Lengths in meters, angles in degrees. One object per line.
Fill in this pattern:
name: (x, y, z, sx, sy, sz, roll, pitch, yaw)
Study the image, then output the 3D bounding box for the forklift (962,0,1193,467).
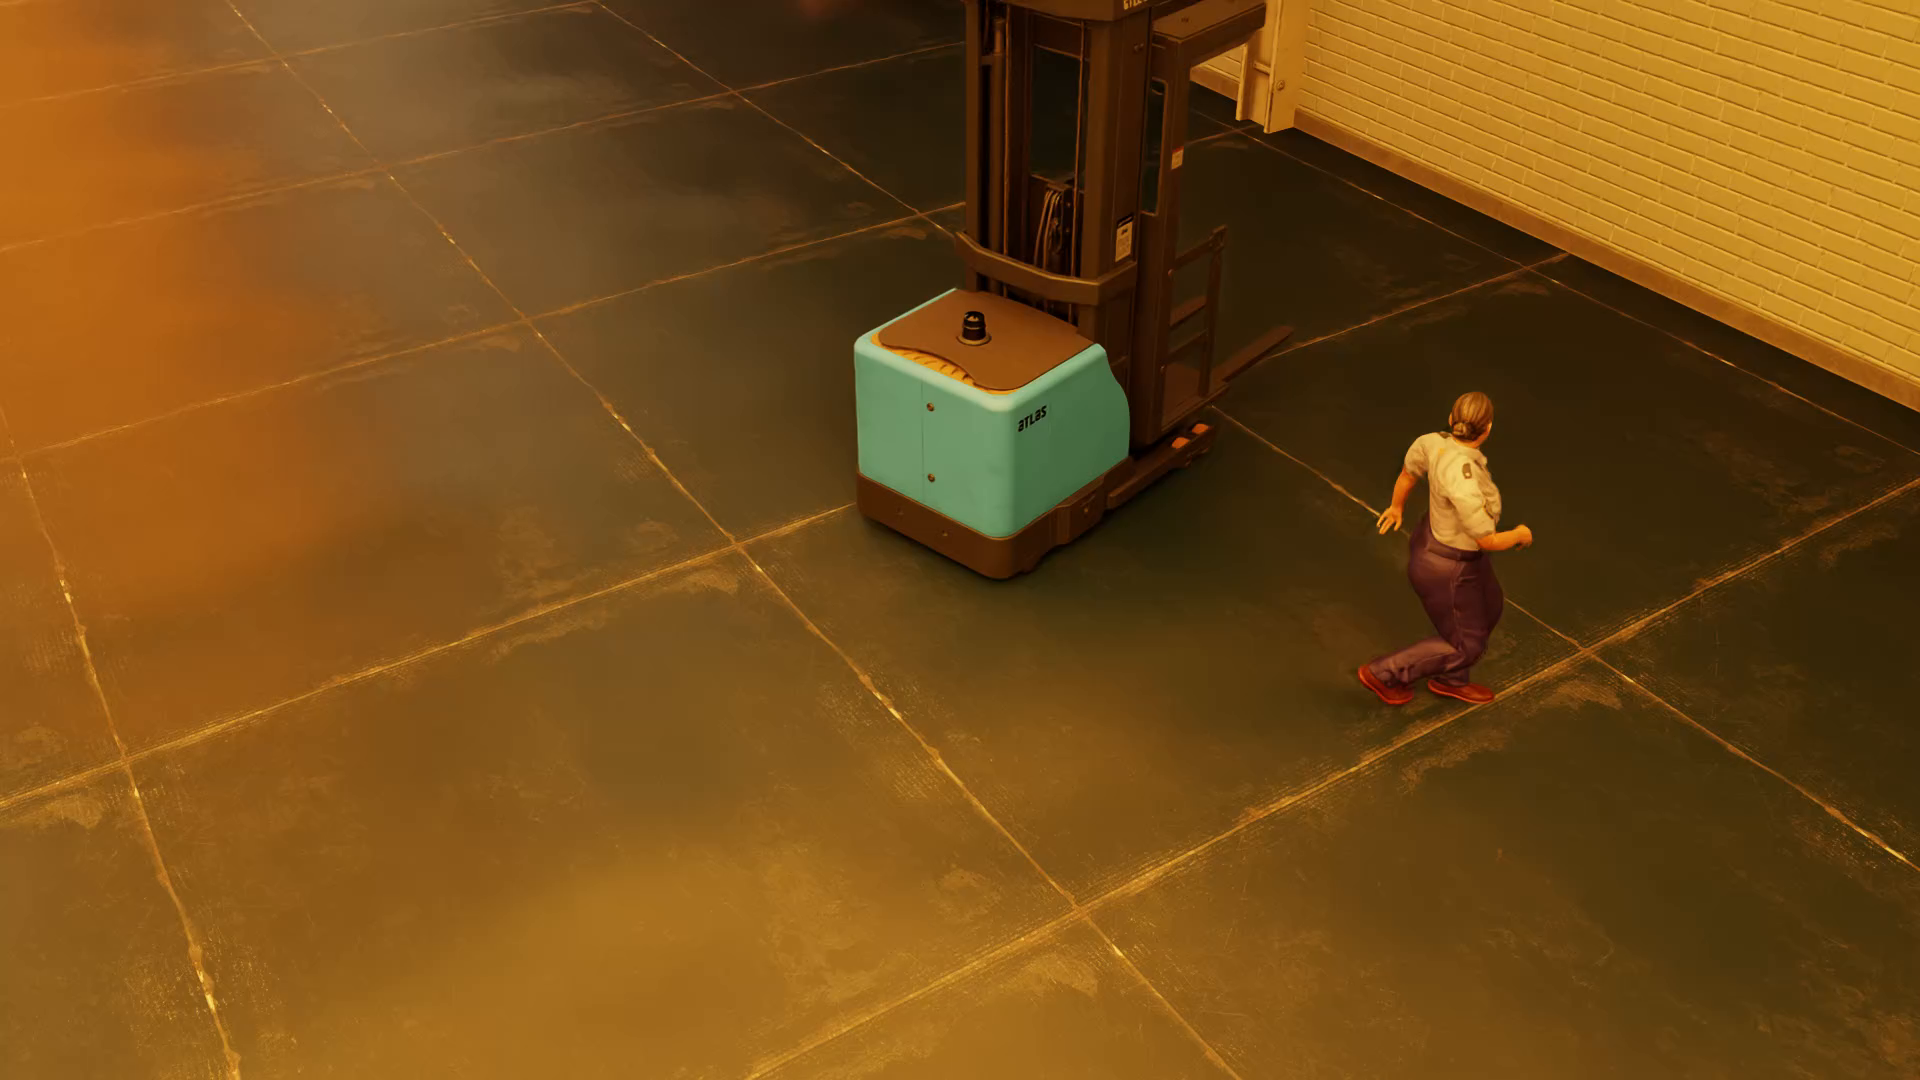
forklift: (0.803, -1.775, 8.674, 1.121, 2.935, 3.031, 26, 43, 32)

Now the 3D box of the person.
person: (2.143, 0.062, 7.247, 0.639, 1.589, 0.597, 8, 36, 11)
